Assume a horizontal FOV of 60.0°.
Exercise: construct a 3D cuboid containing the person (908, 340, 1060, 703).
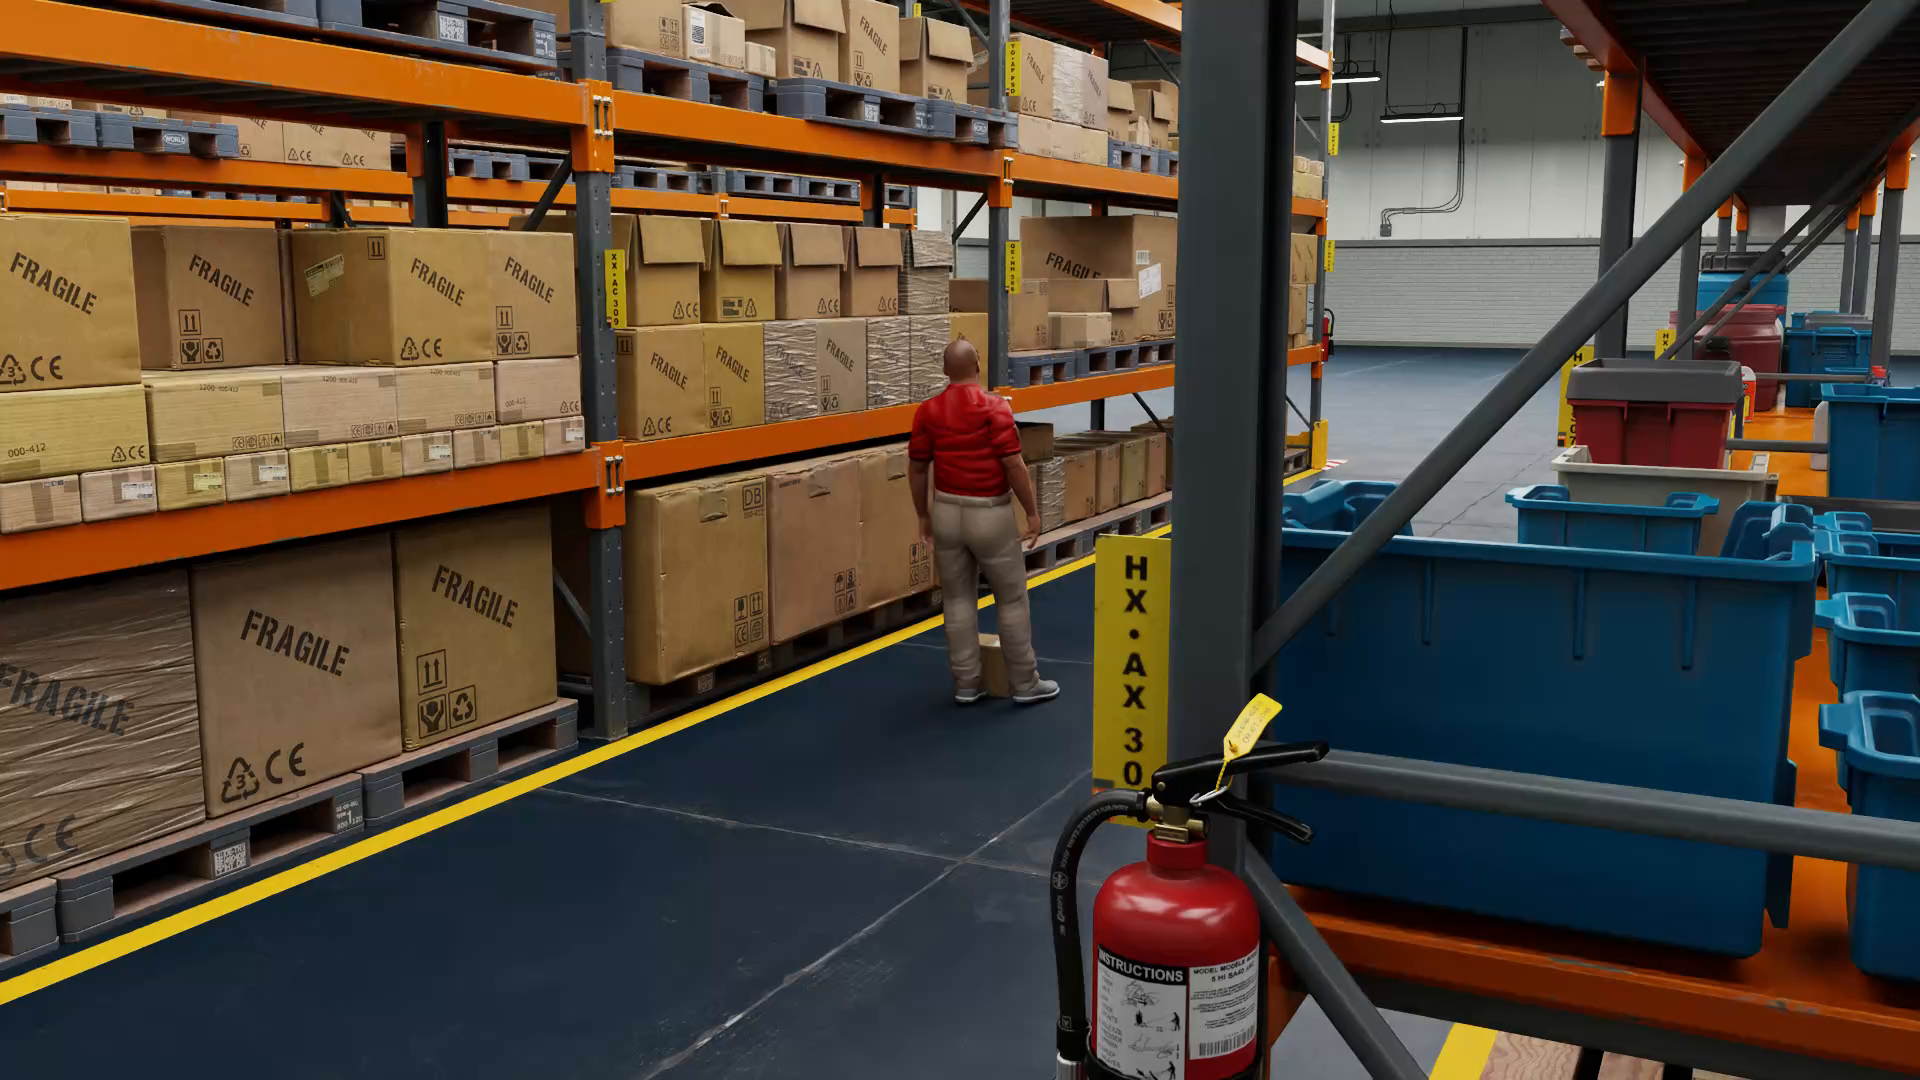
[{"bbox_3d":[0.109,-0.087,7.911,0.639,1.727,0.551,4,10,24],"label":"person"}]
